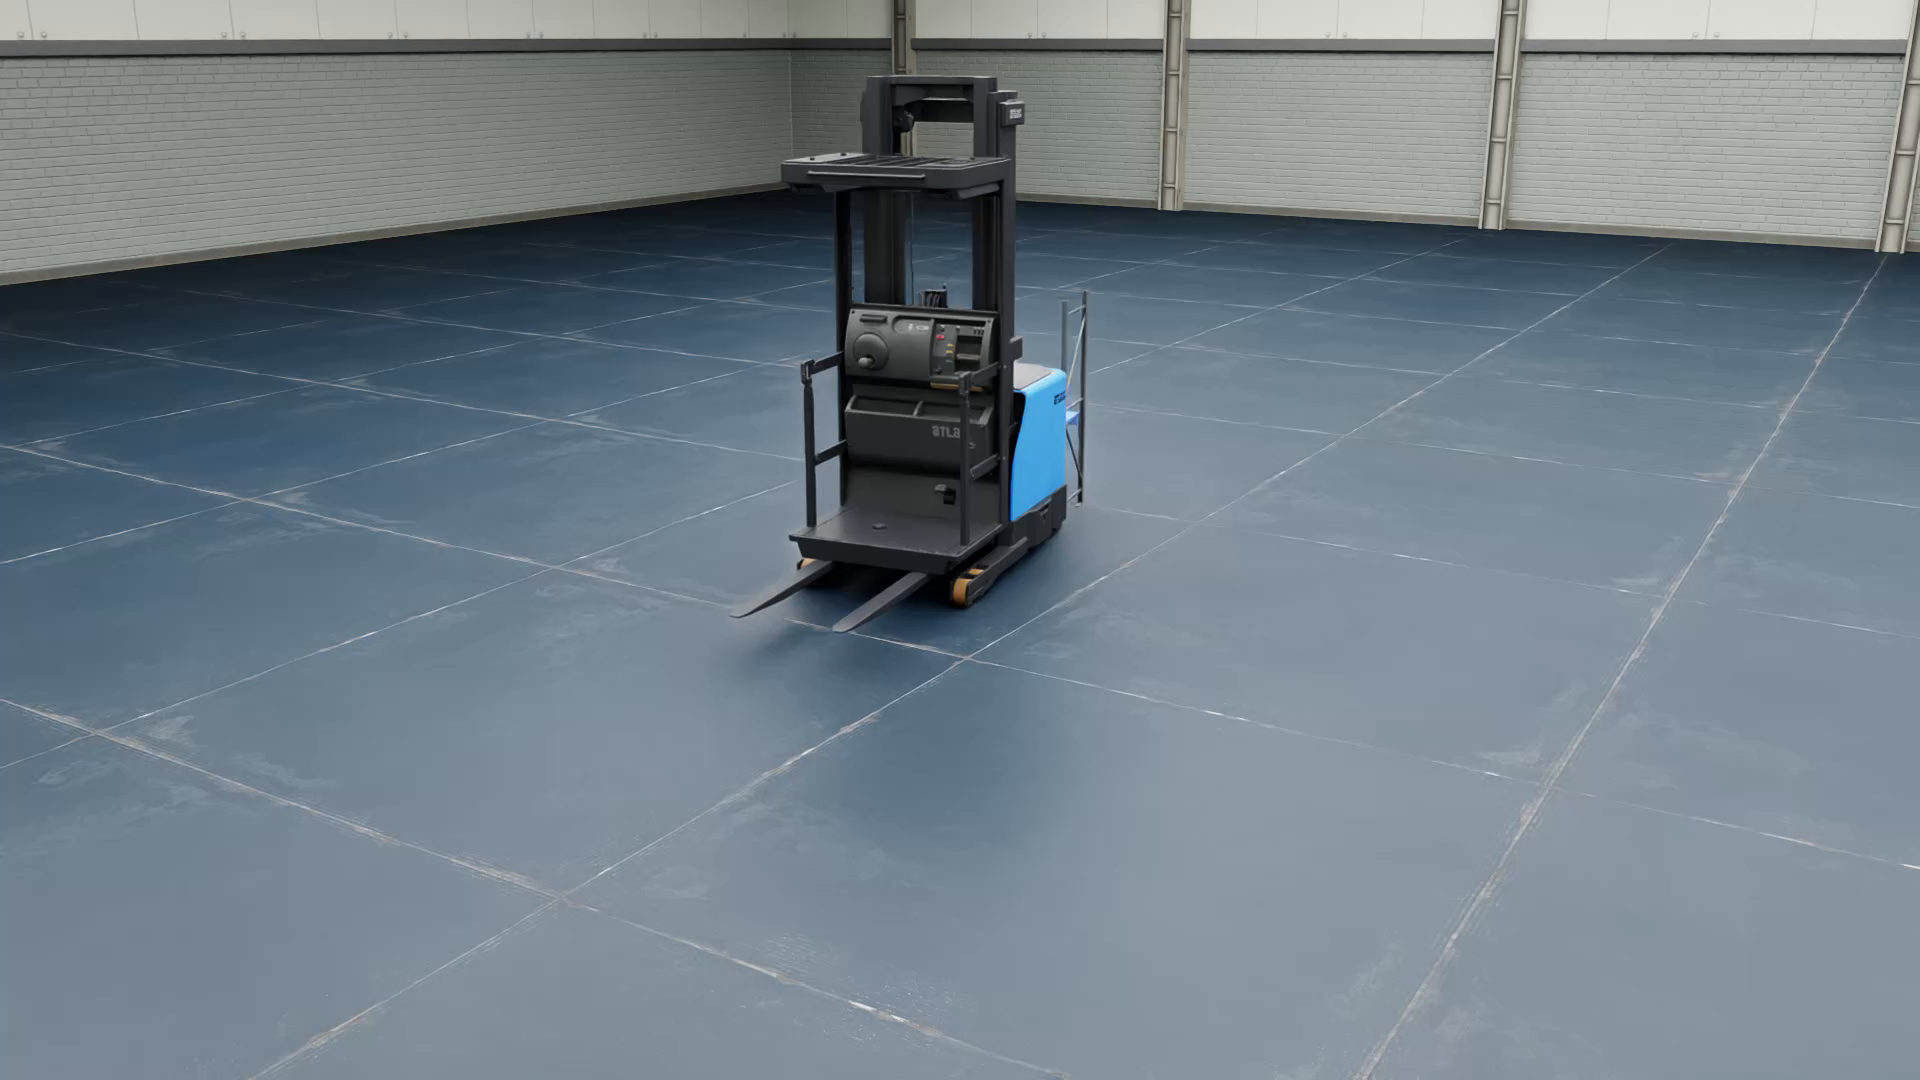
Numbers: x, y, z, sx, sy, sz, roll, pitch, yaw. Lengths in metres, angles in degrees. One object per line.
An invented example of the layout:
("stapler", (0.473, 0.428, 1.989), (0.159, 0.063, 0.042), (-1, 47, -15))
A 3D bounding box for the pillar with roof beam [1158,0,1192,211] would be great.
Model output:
("pillar with roof beam", (1.725, -9.475, 26.591), (0.400, 9.000, 9.100), (10, 20, 30))

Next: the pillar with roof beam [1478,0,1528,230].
("pillar with roof beam", (6.838, -8.562, 23.586), (0.400, 9.000, 9.100), (10, 20, 30))

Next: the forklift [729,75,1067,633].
("forklift", (-0.326, -1.157, 9.647), (1.130, 2.935, 3.031), (7, 18, 22))

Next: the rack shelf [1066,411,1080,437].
("rack shelf", (0.295, -0.793, 11.530), (1.000, 0.185, 0.538), (6, 18, 20))

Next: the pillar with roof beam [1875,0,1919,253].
("pillar with roof beam", (11.951, -7.650, 20.582), (0.400, 9.000, 9.100), (10, 20, 30))

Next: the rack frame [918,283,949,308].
("rack frame", (-0.180, -1.018, 11.650), (0.032, 1.500, 0.500), (6, 18, 20))

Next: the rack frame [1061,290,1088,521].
("rack frame", (0.770, -0.913, 11.306), (0.032, 1.500, 0.500), (6, 18, 20))

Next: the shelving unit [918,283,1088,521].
("shelving unit", (0.295, -0.965, 11.478), (1.048, 1.500, 0.538), (6, 18, 20))

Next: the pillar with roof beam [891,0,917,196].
("pillar with roof beam", (-3.387, -10.388, 29.595), (0.400, 9.000, 9.100), (10, 20, 30))
